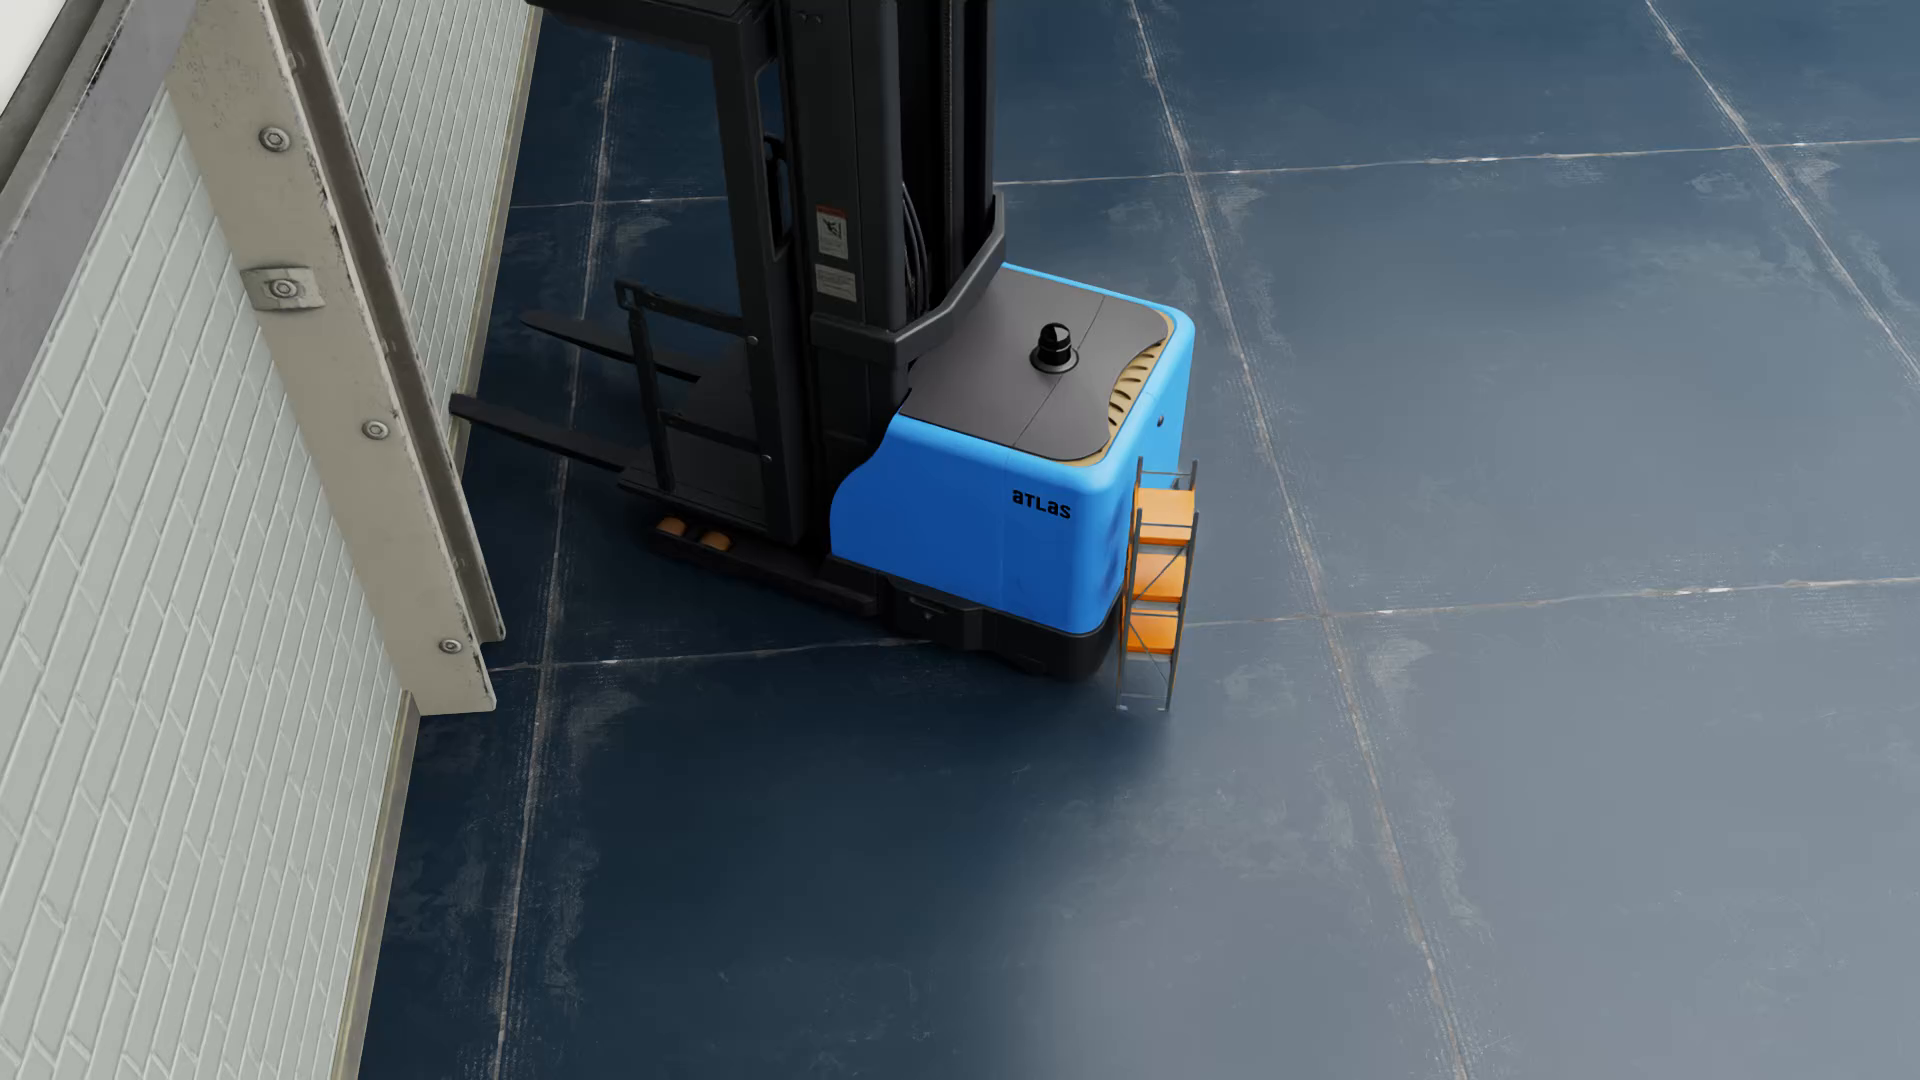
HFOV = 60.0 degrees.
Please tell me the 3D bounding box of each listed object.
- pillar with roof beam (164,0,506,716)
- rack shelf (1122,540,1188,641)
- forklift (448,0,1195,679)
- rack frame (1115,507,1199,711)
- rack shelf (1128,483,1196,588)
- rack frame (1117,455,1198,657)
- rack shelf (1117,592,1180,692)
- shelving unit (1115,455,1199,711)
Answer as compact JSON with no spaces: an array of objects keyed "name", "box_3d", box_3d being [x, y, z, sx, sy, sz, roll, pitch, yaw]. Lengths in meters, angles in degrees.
[{"name":"pillar with roof beam","box_3d":[2.399,-2.859,3.260,9.100,9.000,0.400,-3,47,-3]},{"name":"rack shelf","box_3d":[0.686,0.182,5.869,0.215,0.259,0.240,4,47,3]},{"name":"forklift","box_3d":[-0.692,-1.212,5.879,3.031,2.935,1.130,18,49,16]},{"name":"rack frame","box_3d":[0.676,0.263,5.777,0.200,1.050,0.008,4,47,3]},{"name":"rack shelf","box_3d":[0.687,-0.013,5.663,0.215,0.259,0.240,4,47,3]},{"name":"rack frame","box_3d":[0.697,0.086,5.945,0.200,1.050,0.008,4,47,3]},{"name":"rack shelf","box_3d":[0.686,0.373,6.071,0.215,0.259,0.240,4,47,3]},{"name":"shelving unit","box_3d":[0.686,0.175,5.861,0.215,1.050,0.252,4,47,3]}]
